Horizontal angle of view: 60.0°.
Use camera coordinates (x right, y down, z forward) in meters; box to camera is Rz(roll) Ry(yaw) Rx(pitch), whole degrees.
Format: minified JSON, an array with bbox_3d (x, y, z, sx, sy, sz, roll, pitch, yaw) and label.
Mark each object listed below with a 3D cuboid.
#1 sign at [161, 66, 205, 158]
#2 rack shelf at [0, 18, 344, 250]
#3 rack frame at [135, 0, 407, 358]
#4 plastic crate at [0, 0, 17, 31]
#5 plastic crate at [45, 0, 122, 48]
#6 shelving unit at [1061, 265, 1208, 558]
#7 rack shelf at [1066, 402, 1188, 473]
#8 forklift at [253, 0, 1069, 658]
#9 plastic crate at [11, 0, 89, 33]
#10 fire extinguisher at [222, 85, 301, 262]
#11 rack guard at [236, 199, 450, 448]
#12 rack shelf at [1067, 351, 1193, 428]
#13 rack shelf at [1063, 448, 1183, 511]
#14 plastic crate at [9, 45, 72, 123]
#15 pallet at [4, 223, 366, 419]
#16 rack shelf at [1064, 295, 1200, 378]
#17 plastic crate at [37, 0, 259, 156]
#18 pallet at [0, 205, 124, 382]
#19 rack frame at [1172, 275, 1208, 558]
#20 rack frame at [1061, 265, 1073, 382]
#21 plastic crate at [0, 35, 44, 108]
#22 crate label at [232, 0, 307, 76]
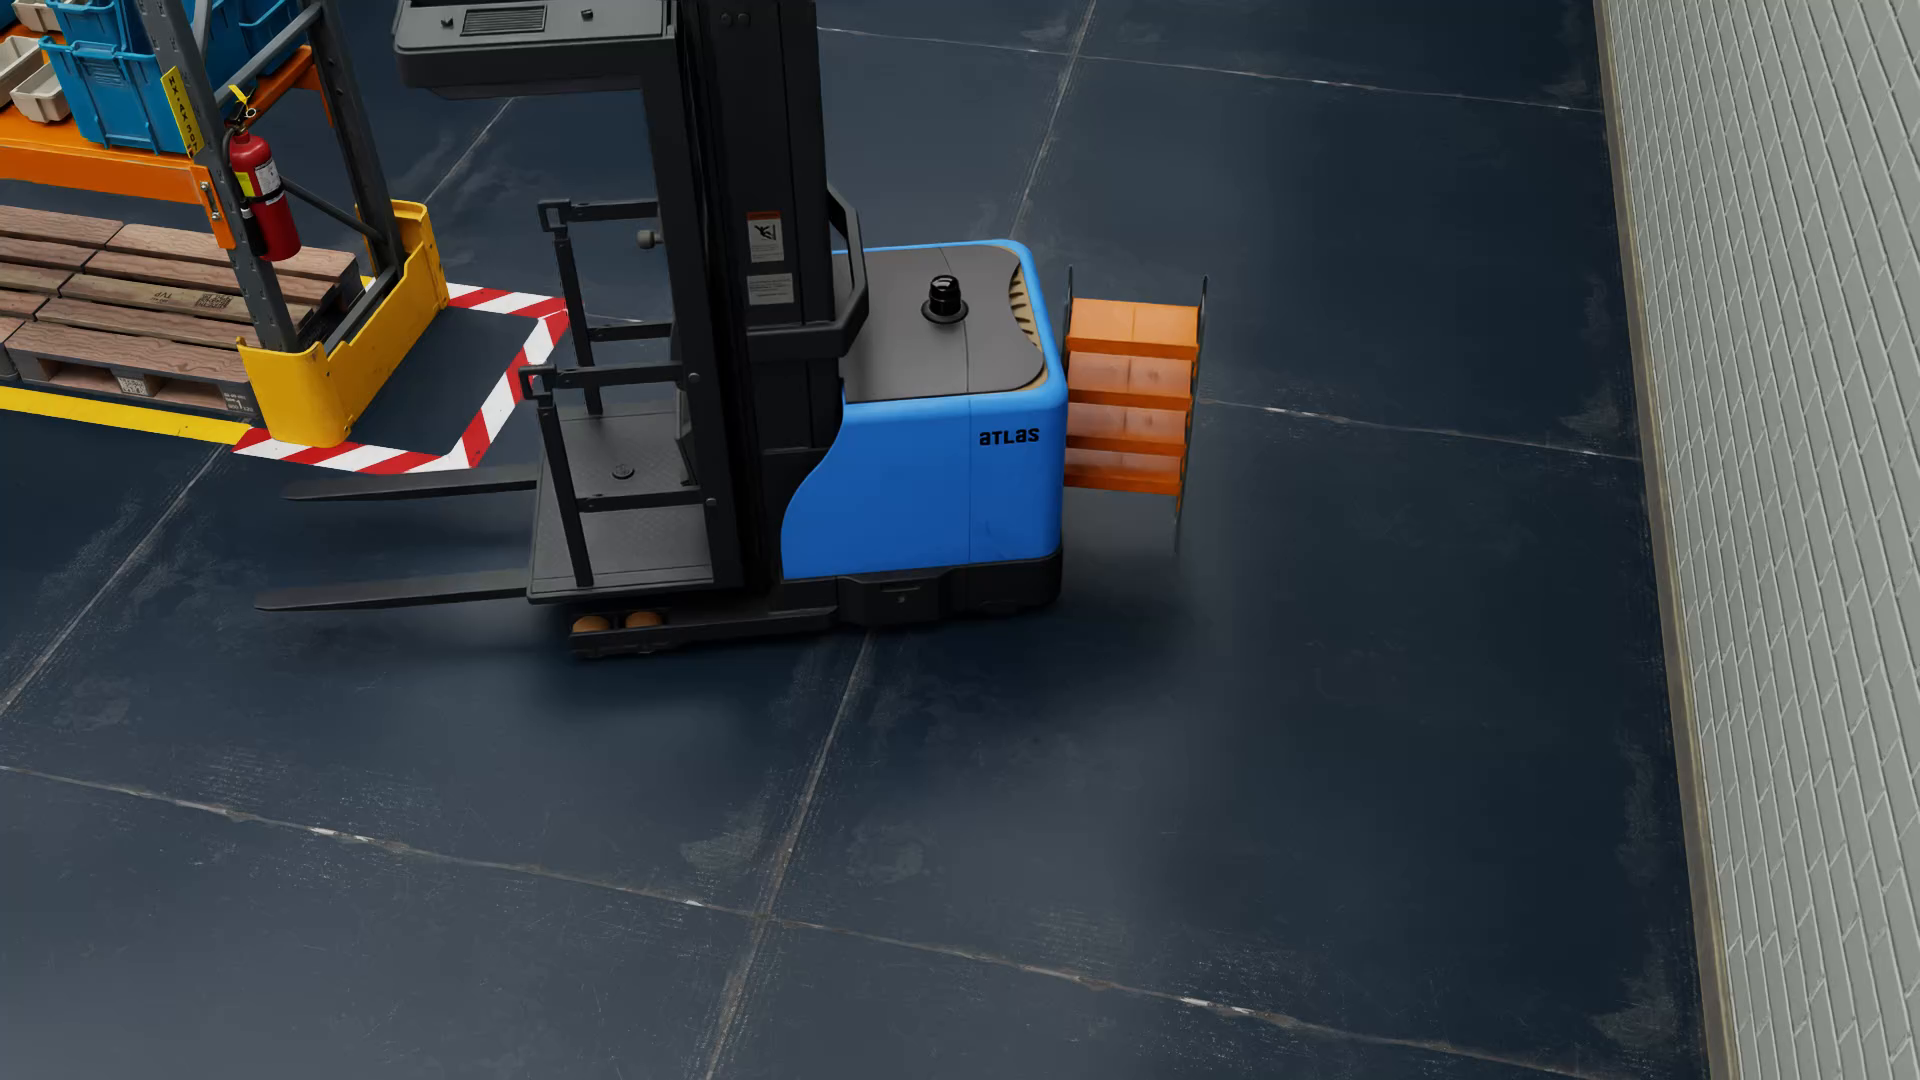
[{"bbox_3d":[-2.848,-1.567,6.098,0.005,0.325,0.100,9,45,9],"label":"sign"},{"bbox_3d":[-4.696,-1.927,7.108,4.000,0.370,1.077,9,45,9],"label":"rack shelf"},{"bbox_3d":[-2.744,-1.883,6.543,0.127,3.000,1.000,9,45,9],"label":"rack frame"},{"bbox_3d":[-4.198,-2.304,7.058,0.300,0.233,0.416,9,45,9],"label":"plastic crate"},{"bbox_3d":[-3.555,-2.204,6.955,0.300,0.233,0.416,9,45,9],"label":"plastic crate"},{"bbox_3d":[0.633,-0.465,6.368,0.503,1.200,0.258,5,44,5],"label":"shelving unit"},{"bbox_3d":[0.633,-0.417,6.415,0.480,0.148,0.258,5,44,5],"label":"rack shelf"},{"bbox_3d":[-1.162,-1.000,5.676,3.031,2.935,1.130,-5,44,-5],"label":"forklift"},{"bbox_3d":[-3.870,-2.277,7.100,0.298,0.136,0.250,9,45,9],"label":"plastic crate"},{"bbox_3d":[-2.696,-1.391,6.356,0.183,0.674,0.296,9,45,9],"label":"fire extinguisher"},{"bbox_3d":[-2.718,-0.988,7.416,0.348,0.500,1.175,9,45,9],"label":"rack guard"},{"bbox_3d":[0.633,-0.578,6.260,0.480,0.148,0.258,5,44,5],"label":"rack shelf"},{"bbox_3d":[0.633,-0.274,6.553,0.480,0.148,0.258,5,44,5],"label":"rack shelf"},{"bbox_3d":[-3.579,-1.811,6.615,0.243,0.136,0.396,9,45,9],"label":"plastic crate"},{"bbox_3d":[-3.540,-1.030,7.668,1.213,0.211,1.003,9,45,9],"label":"pallet"},{"bbox_3d":[0.633,-0.748,6.096,0.480,0.148,0.258,5,44,5],"label":"rack shelf"},{"bbox_3d":[-3.111,-1.842,6.432,0.499,0.435,0.616,9,45,9],"label":"plastic crate"},{"bbox_3d":[-4.727,-1.216,7.861,1.213,0.211,1.003,9,45,9],"label":"pallet"},{"bbox_3d":[0.876,-0.444,6.346,0.015,1.200,0.240,5,44,5],"label":"rack frame"},{"bbox_3d":[0.391,-0.487,6.390,0.015,1.200,0.240,5,44,5],"label":"rack frame"},{"bbox_3d":[-3.859,-1.864,6.671,0.243,0.136,0.396,9,45,9],"label":"plastic crate"},{"bbox_3d":[-2.913,-2.105,6.851,0.303,0.233,0.416,9,45,9],"label":"crate label"}]
